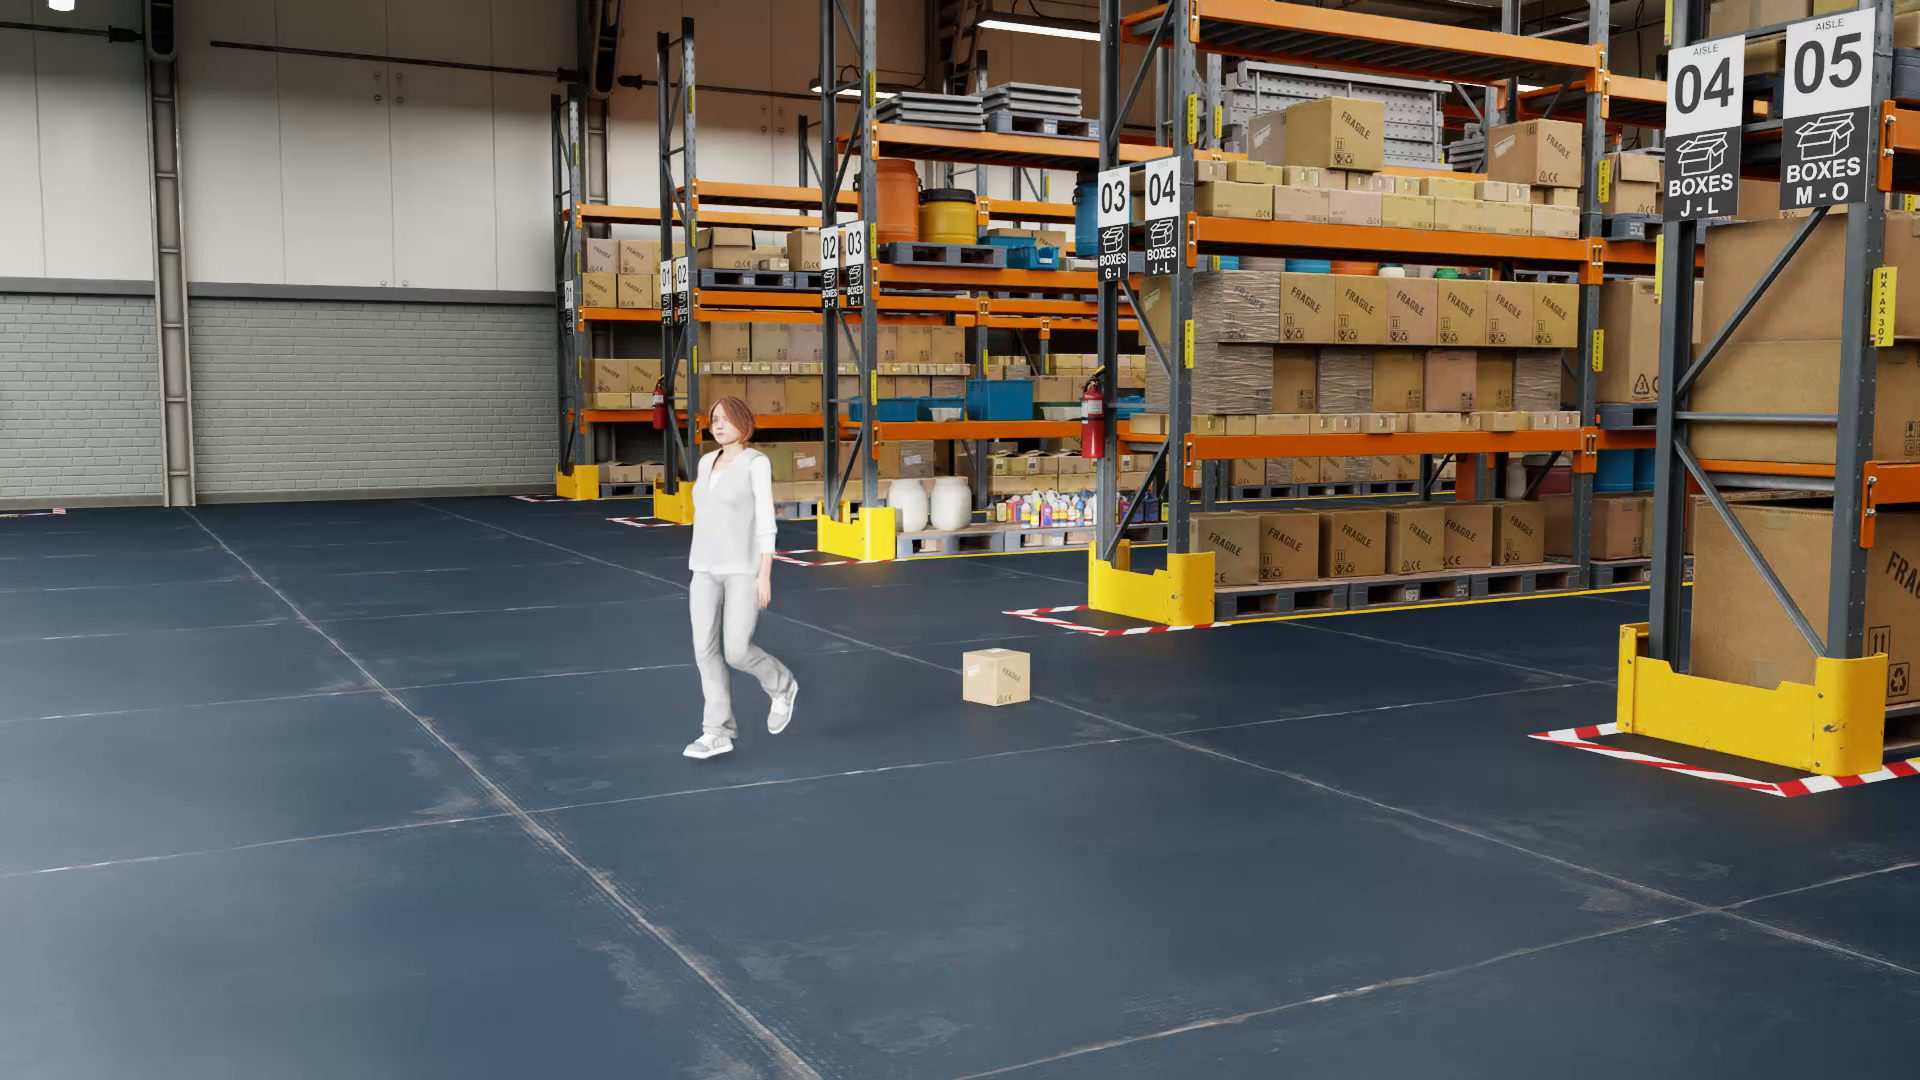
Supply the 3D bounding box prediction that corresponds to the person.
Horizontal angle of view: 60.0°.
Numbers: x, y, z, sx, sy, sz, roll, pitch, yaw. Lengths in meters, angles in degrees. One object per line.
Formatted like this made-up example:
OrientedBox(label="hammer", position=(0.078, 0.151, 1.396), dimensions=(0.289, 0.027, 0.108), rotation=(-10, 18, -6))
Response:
OrientedBox(label="person", position=(-0.989, 0.152, 7.359), dimensions=(0.429, 1.576, 0.584), rotation=(3, 6, 30))
